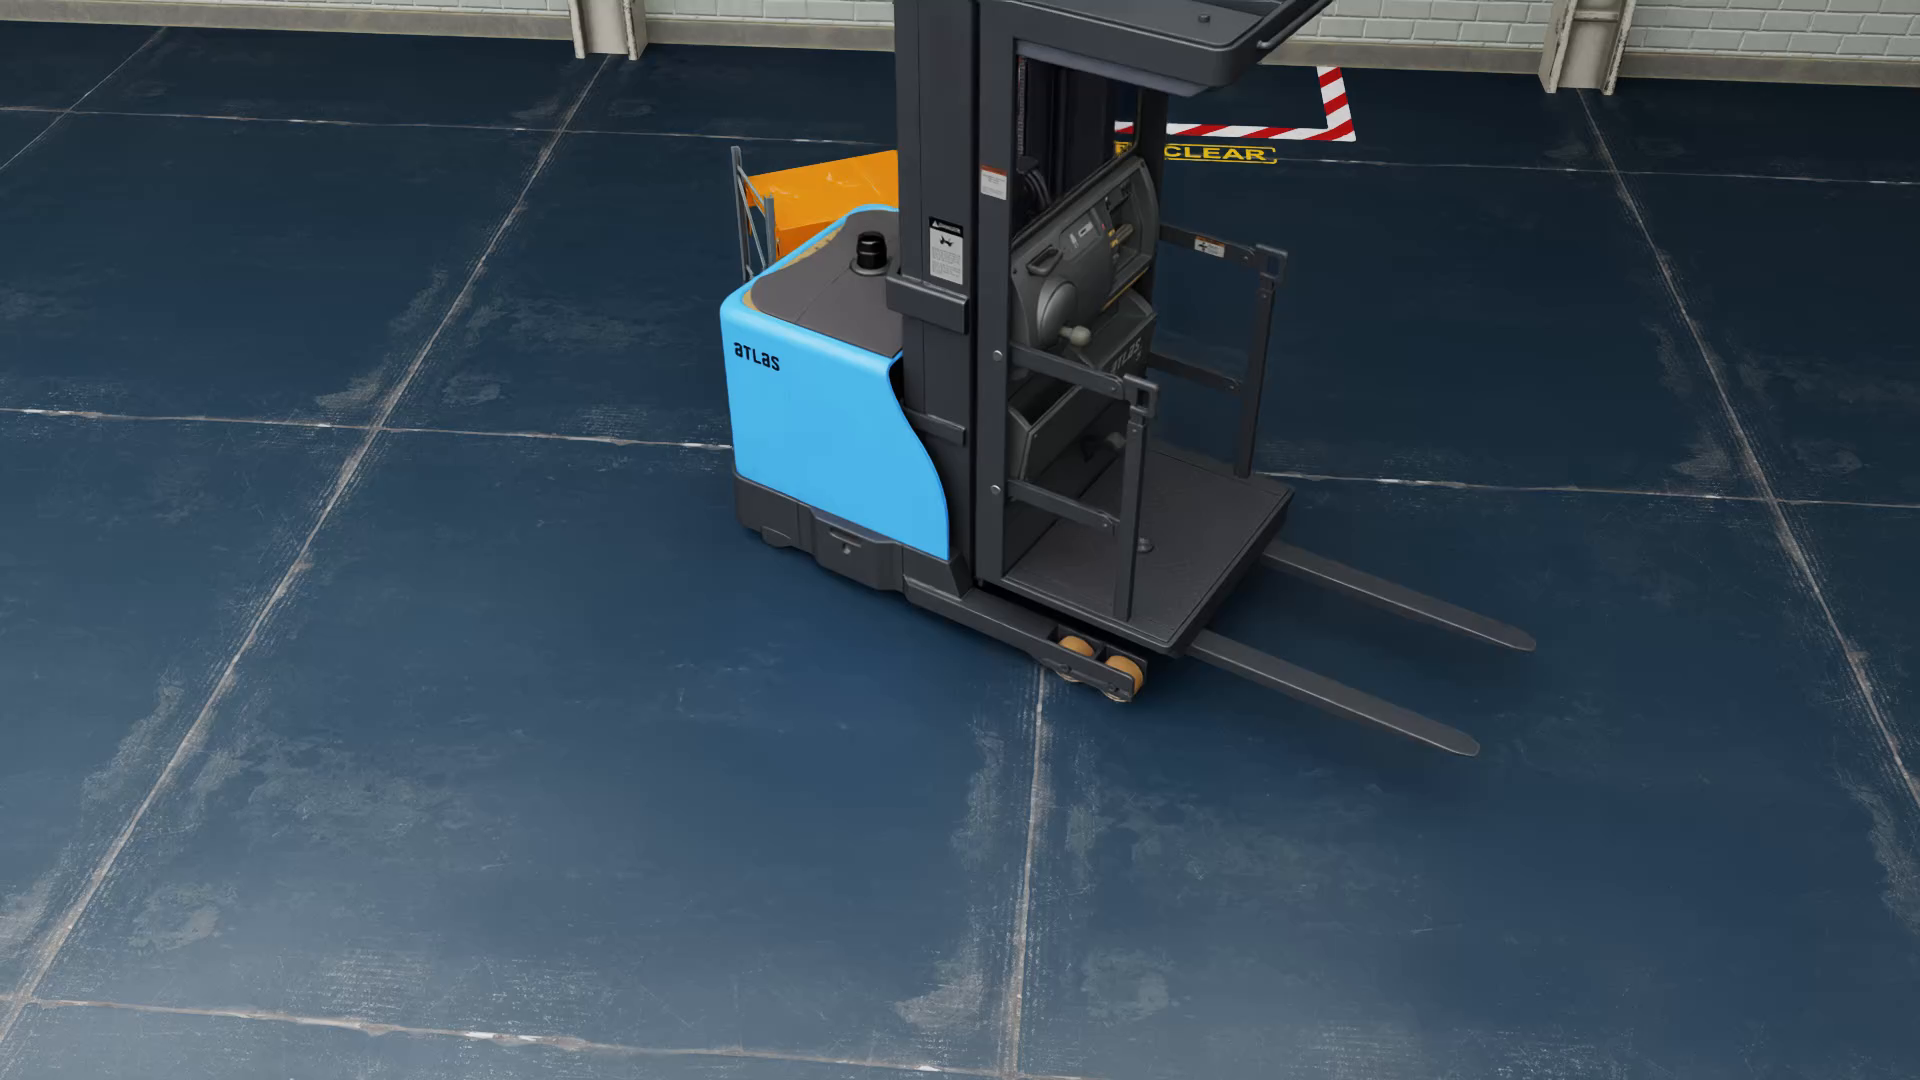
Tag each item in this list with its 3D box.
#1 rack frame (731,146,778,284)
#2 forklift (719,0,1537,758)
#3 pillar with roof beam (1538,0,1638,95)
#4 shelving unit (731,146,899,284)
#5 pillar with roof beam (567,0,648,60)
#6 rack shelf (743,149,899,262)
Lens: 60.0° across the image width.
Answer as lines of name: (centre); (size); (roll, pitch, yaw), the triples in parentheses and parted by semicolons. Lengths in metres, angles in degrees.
rack frame: (-0.855, -1.077, 7.182); (0.032, 1.125, 0.500); (-15, 41, -17)
forklift: (0.610, -0.936, 5.578); (3.031, 2.935, 1.130); (22, 44, 25)
pillar with roof beam: (3.394, -3.581, 4.021); (0.400, 9.000, 9.100); (3, 39, 4)
shelving unit: (-0.386, -1.200, 7.334); (1.048, 1.125, 0.538); (-15, 41, -17)
pillar with roof beam: (-2.583, -3.908, 4.423); (0.400, 9.000, 9.100); (3, 39, 4)
rack shelf: (-0.386, -1.427, 7.149); (1.000, 0.278, 0.538); (-15, 41, -17)
